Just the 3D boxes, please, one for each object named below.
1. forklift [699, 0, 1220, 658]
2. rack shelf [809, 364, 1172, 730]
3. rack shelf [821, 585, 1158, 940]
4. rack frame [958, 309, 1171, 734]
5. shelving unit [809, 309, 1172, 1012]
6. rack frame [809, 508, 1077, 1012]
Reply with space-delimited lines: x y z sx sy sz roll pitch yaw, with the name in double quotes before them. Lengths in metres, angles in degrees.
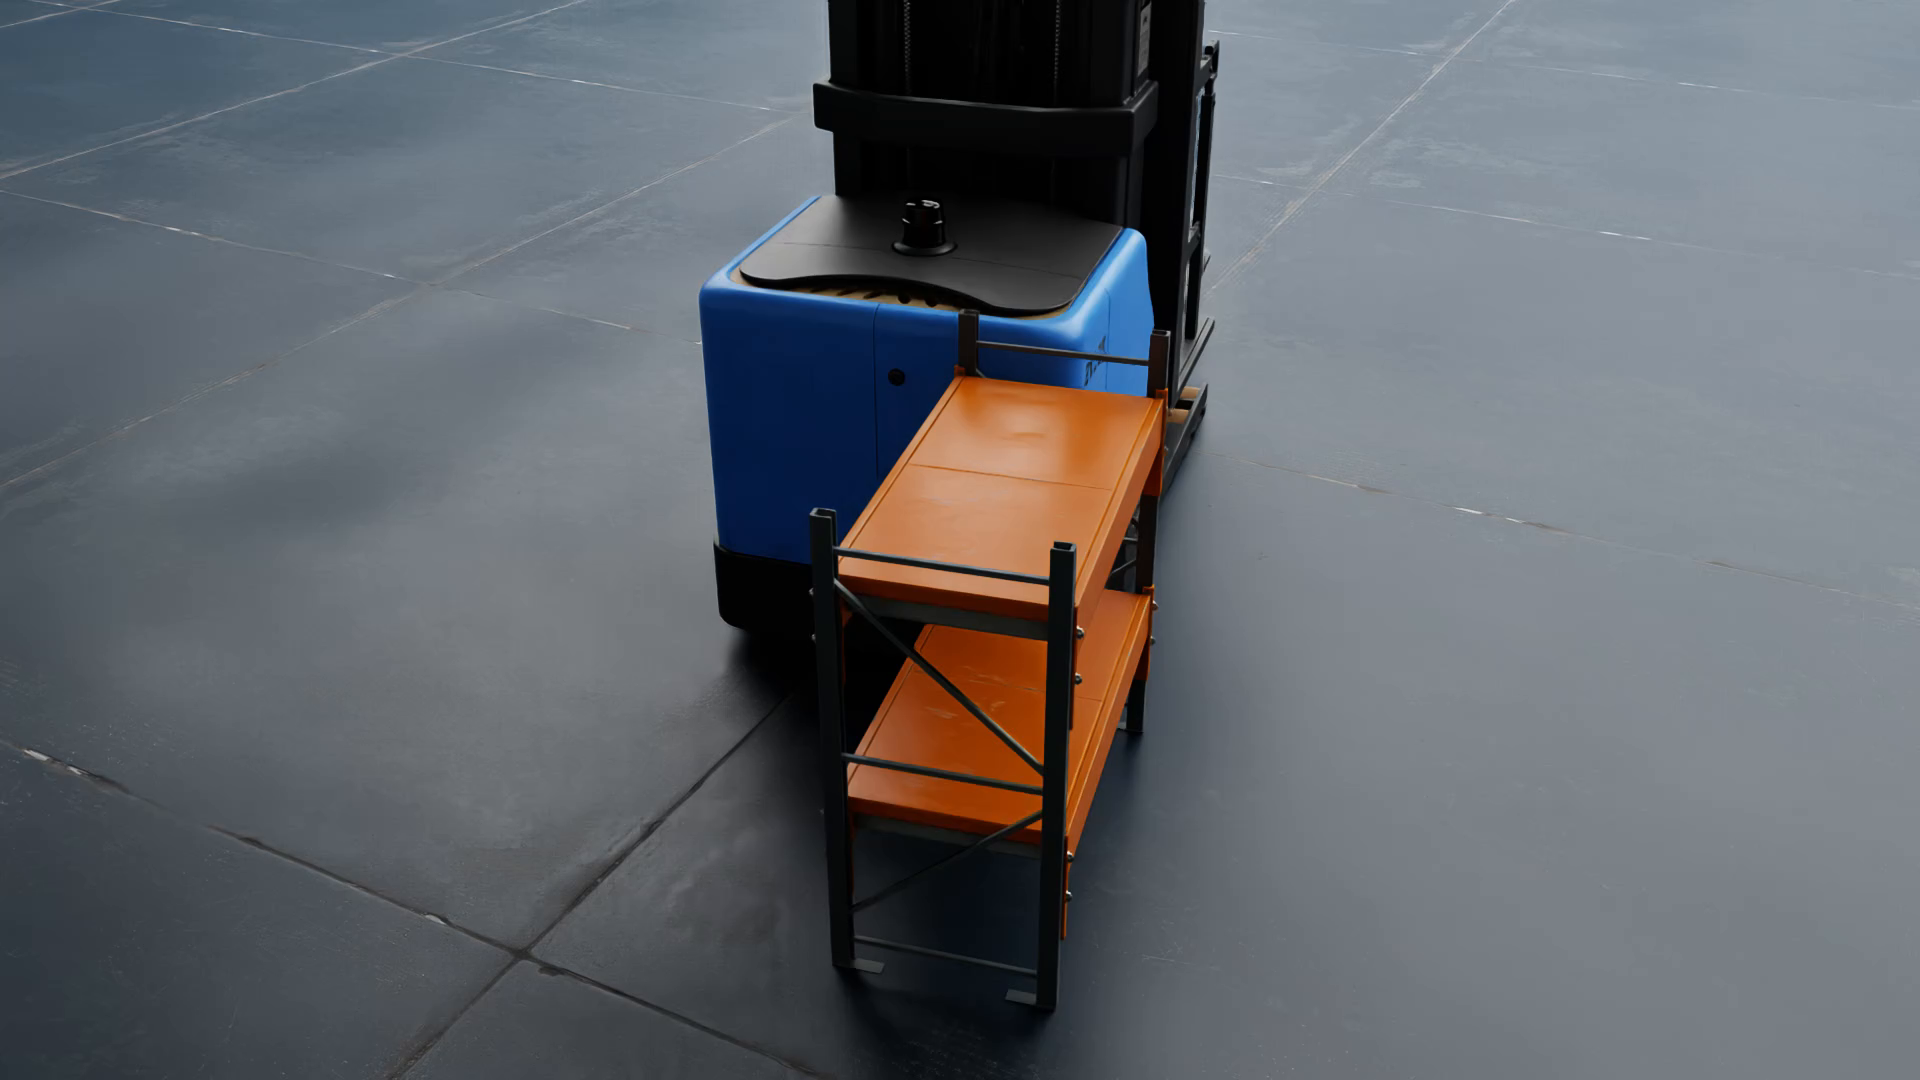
"forklift" 0.248 -1.613 5.116 1.130 2.935 3.031 9 31 15
"rack shelf" 0.103 -0.030 3.584 0.538 0.278 1.000 8 31 14
"rack shelf" 0.103 0.436 3.852 0.538 0.278 1.000 8 31 14
"rack frame" 0.241 -0.019 4.154 0.500 1.125 0.032 8 31 14
"shelving unit" 0.103 0.224 3.730 0.538 1.125 1.048 8 31 14
"rack frame" -0.035 0.468 3.306 0.500 1.125 0.032 8 31 14
